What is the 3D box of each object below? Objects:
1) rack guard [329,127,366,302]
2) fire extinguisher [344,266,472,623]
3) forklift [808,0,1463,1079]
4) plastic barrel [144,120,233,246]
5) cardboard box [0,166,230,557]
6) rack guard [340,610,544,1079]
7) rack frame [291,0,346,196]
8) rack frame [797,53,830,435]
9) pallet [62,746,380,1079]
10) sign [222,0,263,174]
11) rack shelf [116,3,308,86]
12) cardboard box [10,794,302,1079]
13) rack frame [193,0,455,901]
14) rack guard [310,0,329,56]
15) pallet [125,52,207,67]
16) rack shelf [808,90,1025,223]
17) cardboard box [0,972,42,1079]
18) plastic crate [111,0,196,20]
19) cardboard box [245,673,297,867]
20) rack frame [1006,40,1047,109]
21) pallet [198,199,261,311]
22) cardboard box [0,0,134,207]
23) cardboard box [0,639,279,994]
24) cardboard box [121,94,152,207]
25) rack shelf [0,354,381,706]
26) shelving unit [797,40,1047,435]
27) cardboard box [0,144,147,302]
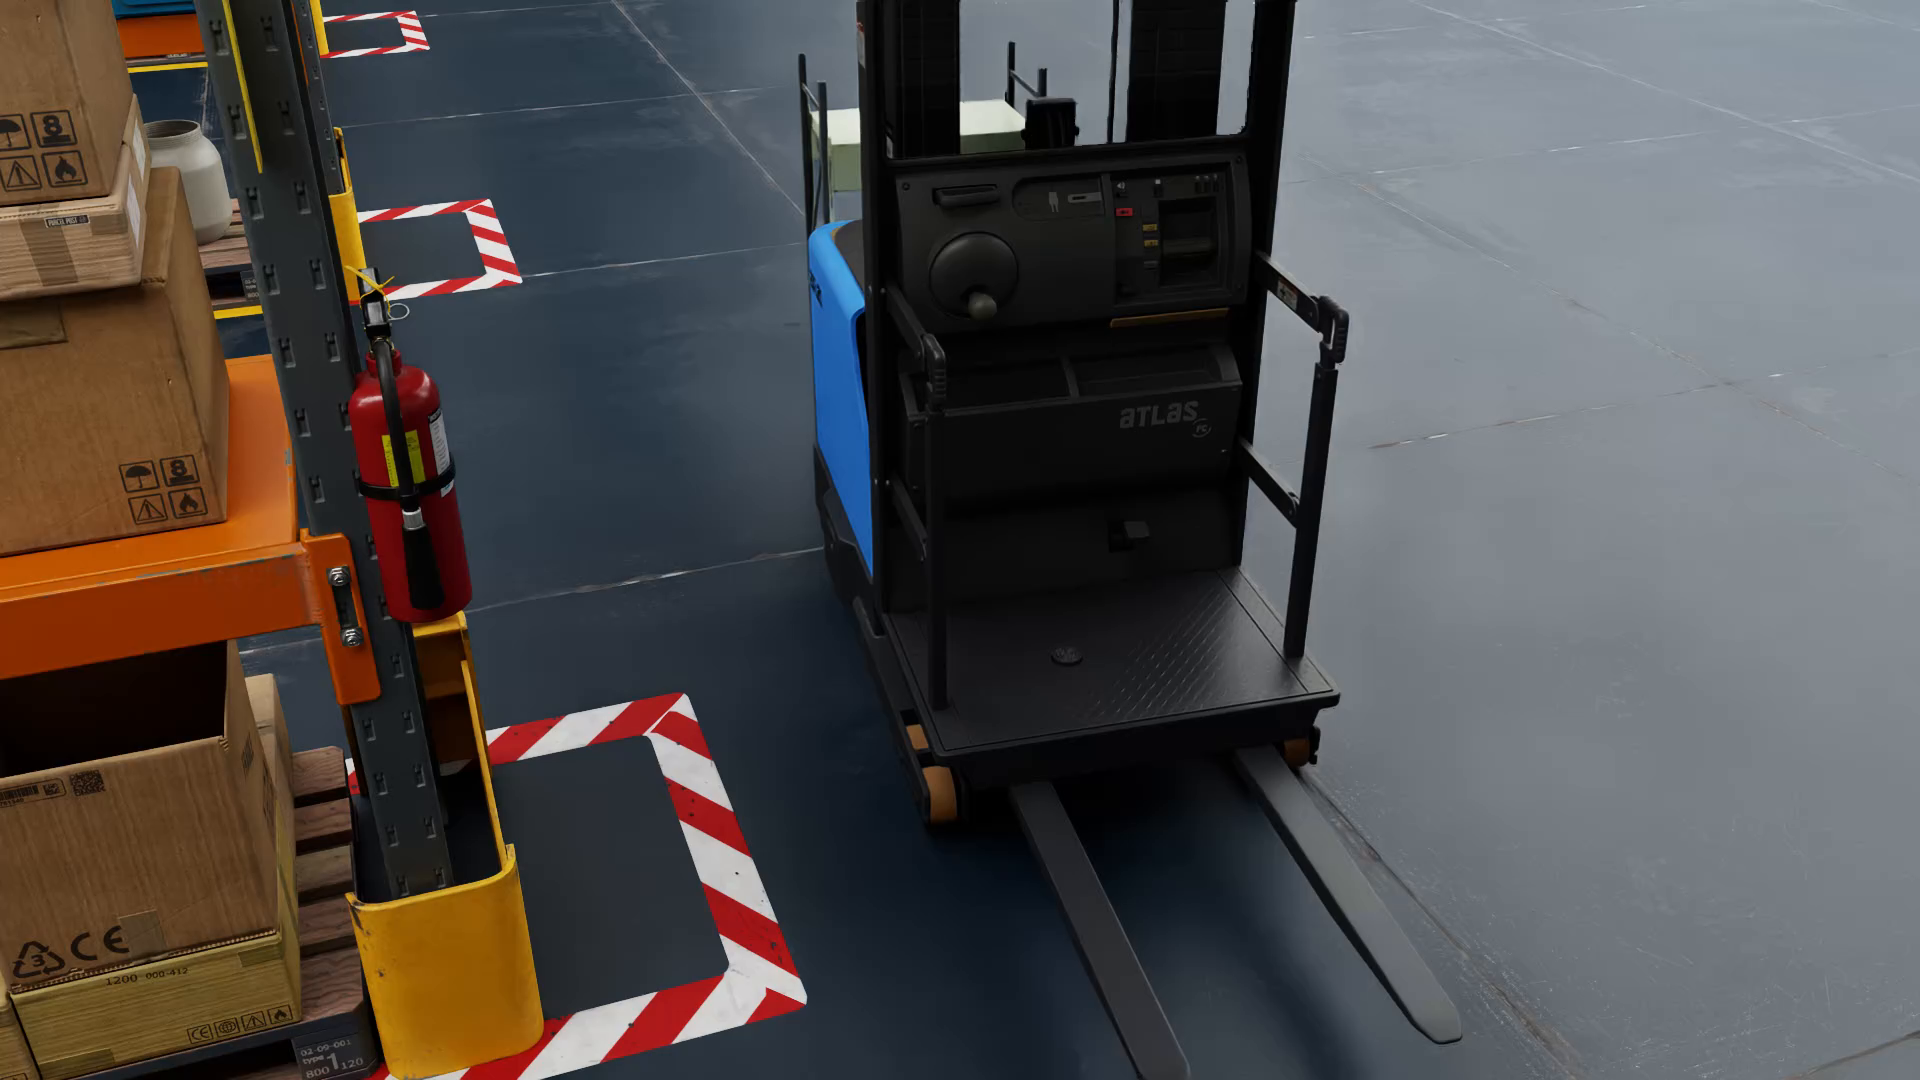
[{"bbox_3d":[-3.094,-1.577,8.013,0.348,0.500,1.175,-10,31,-18],"label":"rack guard"},{"bbox_3d":[-1.043,-0.171,3.098,0.183,0.674,0.296,-10,31,-18],"label":"fire extinguisher"},{"bbox_3d":[0.354,-0.724,4.060,1.130,2.935,3.031,-7,30,-12],"label":"forklift"},{"bbox_3d":[-3.630,-1.651,7.706,0.421,0.512,0.421,0,30,0],"label":"plastic barrel"},{"bbox_3d":[-1.758,-0.368,3.265,0.500,0.500,0.700,-10,31,-18],"label":"cardboard box"},{"bbox_3d":[-1.293,0.682,4.047,0.348,0.500,1.175,-10,31,-18],"label":"rack guard"},{"bbox_3d":[-3.040,-2.698,7.456,0.127,3.000,1.000,-10,31,-18],"label":"rack frame"},{"bbox_3d":[-0.486,-0.891,5.798,0.023,1.500,0.400,-7,31,-13],"label":"rack frame"},{"bbox_3d":[-2.018,0.963,3.846,1.213,0.211,1.003,-10,31,-18],"label":"pallet"},{"bbox_3d":[-1.140,-0.751,2.630,0.005,0.325,0.100,-10,31,-18],"label":"sign"},{"bbox_3d":[-4.914,-2.040,7.028,4.000,0.370,1.077,-10,31,-18],"label":"rack shelf"},{"bbox_3d":[-1.715,0.842,3.595,0.500,0.250,0.500,-10,31,-18],"label":"cardboard box"},{"bbox_3d":[-1.316,-0.400,3.421,0.127,3.000,1.000,-10,31,-18],"label":"rack frame"},{"bbox_3d":[-4.838,-3.897,12.085,0.348,0.500,1.175,-10,31,-18],"label":"rack guard"},{"bbox_3d":[-5.612,-3.648,11.939,1.213,0.211,1.003,-10,31,-18],"label":"pallet"},{"bbox_3d":[-0.132,-1.276,5.687,0.720,0.370,0.431,-7,31,-13],"label":"rack shelf"},{"bbox_3d":[-2.180,0.934,3.433,0.500,0.250,0.500,-10,31,-18],"label":"cardboard box"},{"bbox_3d":[-3.404,-2.408,7.097,0.616,0.251,0.499,-10,31,-18],"label":"plastic crate"},{"bbox_3d":[-1.896,0.602,4.016,0.500,0.250,0.500,-10,31,-18],"label":"cardboard box"},{"bbox_3d":[0.222,-0.984,5.961,0.023,1.500,0.400,-7,31,-13],"label":"rack frame"},{"bbox_3d":[-3.858,-1.314,7.843,1.213,0.211,1.003,-10,31,-18],"label":"pallet"},{"bbox_3d":[-1.807,-0.923,2.928,0.500,0.500,0.700,-10,31,-17],"label":"cardboard box"},{"bbox_3d":[-1.715,0.518,3.407,0.500,0.500,0.500,-10,31,-18],"label":"cardboard box"},{"bbox_3d":[-1.759,-0.757,3.292,0.250,0.149,0.380,-11,31,-18],"label":"cardboard box"},{"bbox_3d":[-3.190,0.258,2.993,4.000,0.370,1.077,-10,31,-18],"label":"rack shelf"},{"bbox_3d":[-0.132,-0.937,5.880,0.755,1.500,0.431,-7,31,-13],"label":"shelving unit"},{"bbox_3d":[-1.607,-0.570,2.965,0.250,0.149,0.380,-11,31,-18],"label":"cardboard box"}]
